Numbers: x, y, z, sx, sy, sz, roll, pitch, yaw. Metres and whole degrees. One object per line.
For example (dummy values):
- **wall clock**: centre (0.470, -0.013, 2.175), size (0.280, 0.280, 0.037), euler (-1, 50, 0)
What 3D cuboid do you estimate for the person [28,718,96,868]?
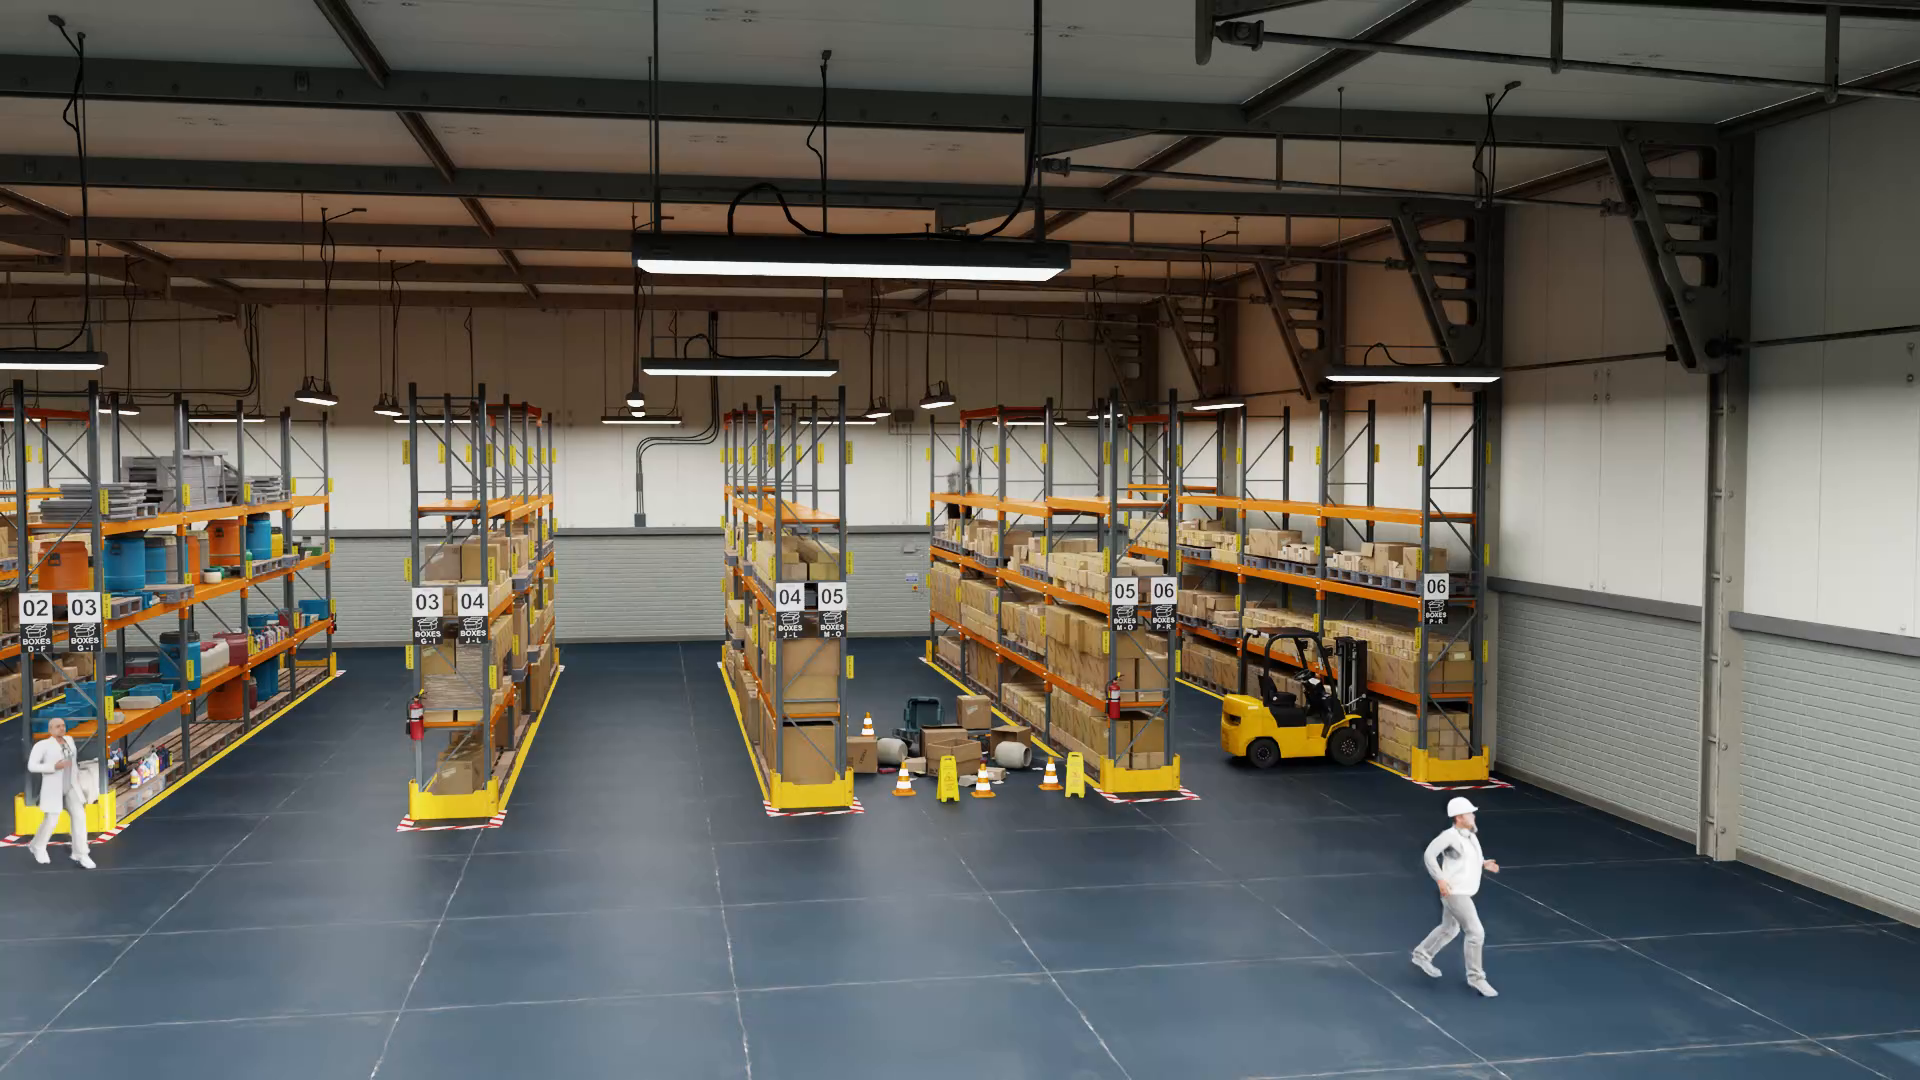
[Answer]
- **person**: centre (-10.975, 3.073, 20.228), size (0.916, 1.825, 0.709), euler (2, 3, 29)

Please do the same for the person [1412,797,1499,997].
- **person**: centre (4.676, 3.319, 15.673), size (0.835, 1.808, 0.649), euler (2, 3, 30)
